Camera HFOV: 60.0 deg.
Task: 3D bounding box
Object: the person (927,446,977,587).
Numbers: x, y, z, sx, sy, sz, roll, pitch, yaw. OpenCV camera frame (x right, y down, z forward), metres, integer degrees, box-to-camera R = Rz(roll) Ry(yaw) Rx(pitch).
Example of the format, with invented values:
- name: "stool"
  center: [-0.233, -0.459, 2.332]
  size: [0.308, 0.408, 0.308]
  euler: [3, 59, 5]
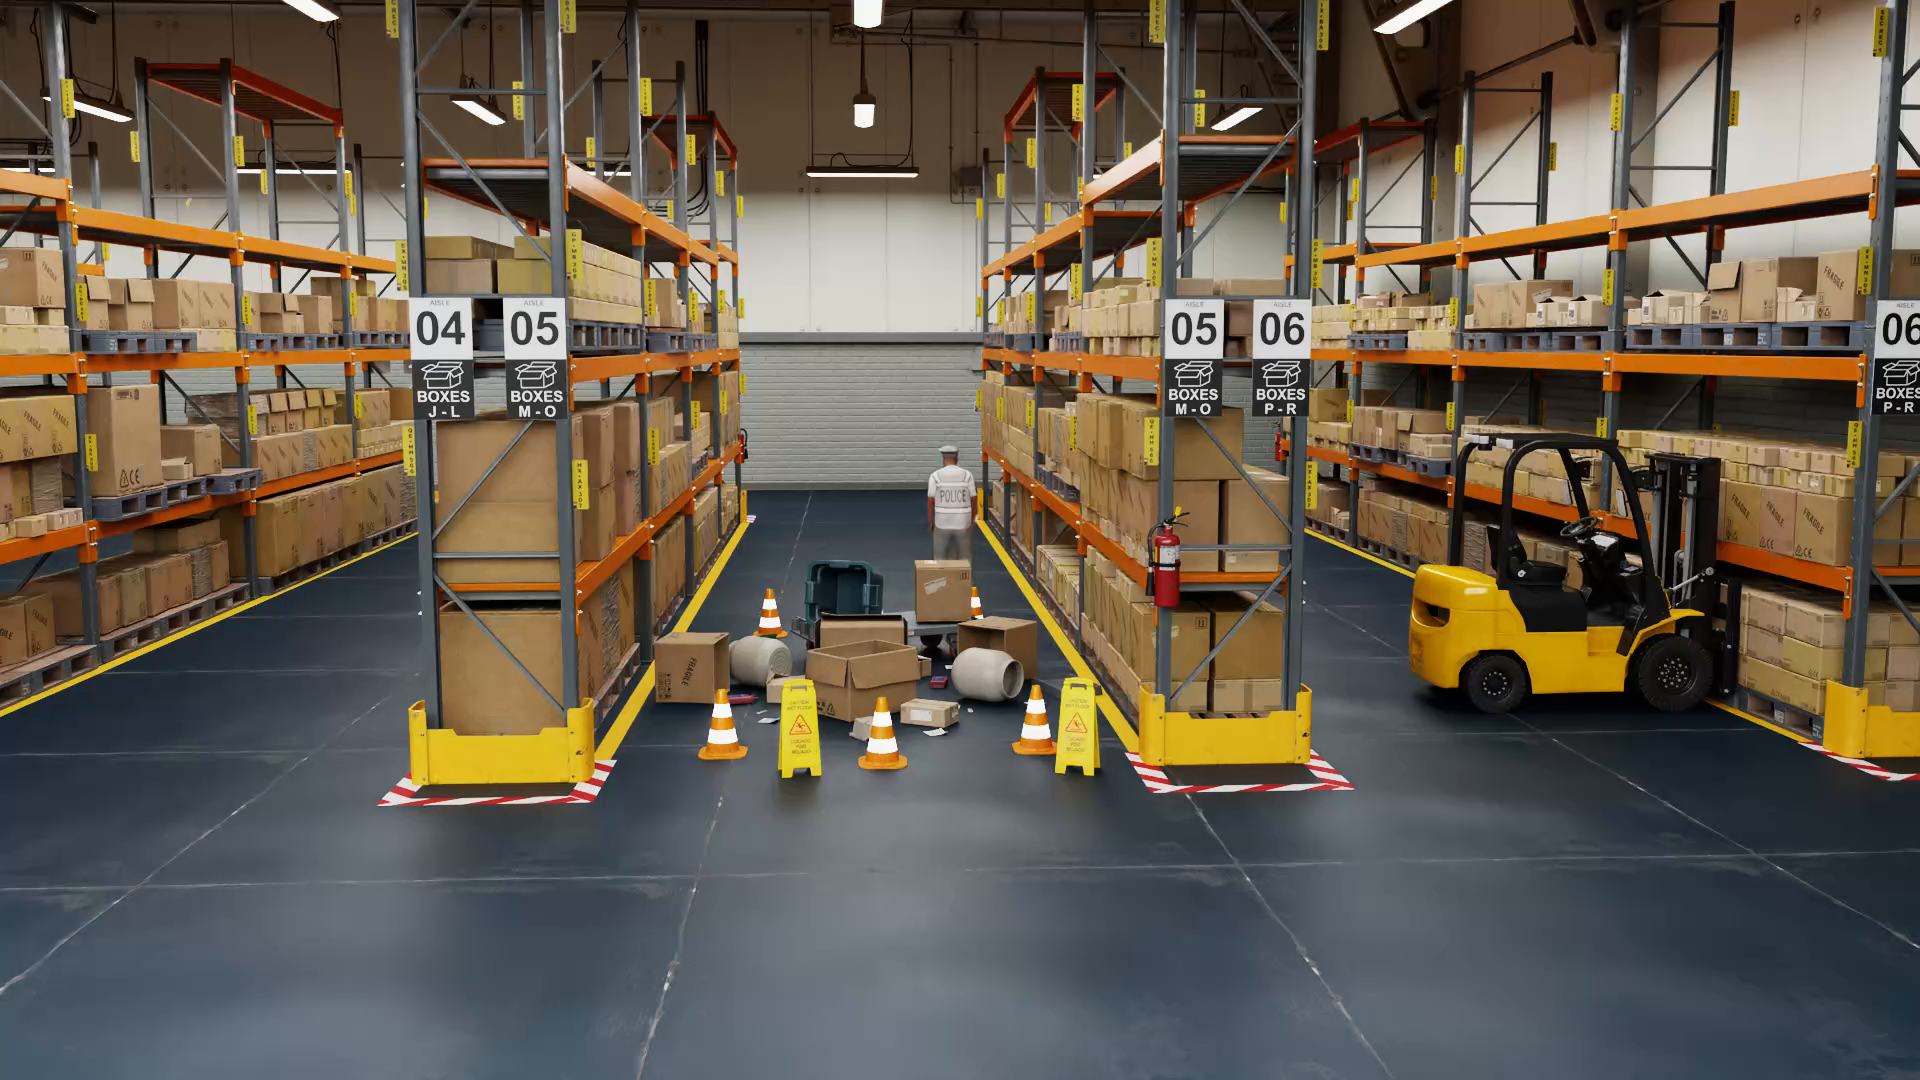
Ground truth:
- name: "person"
  center: [-0.088, -0.167, 18.593]
  size: [0.568, 1.751, 0.434]
  euler: [-1, 7, -5]
